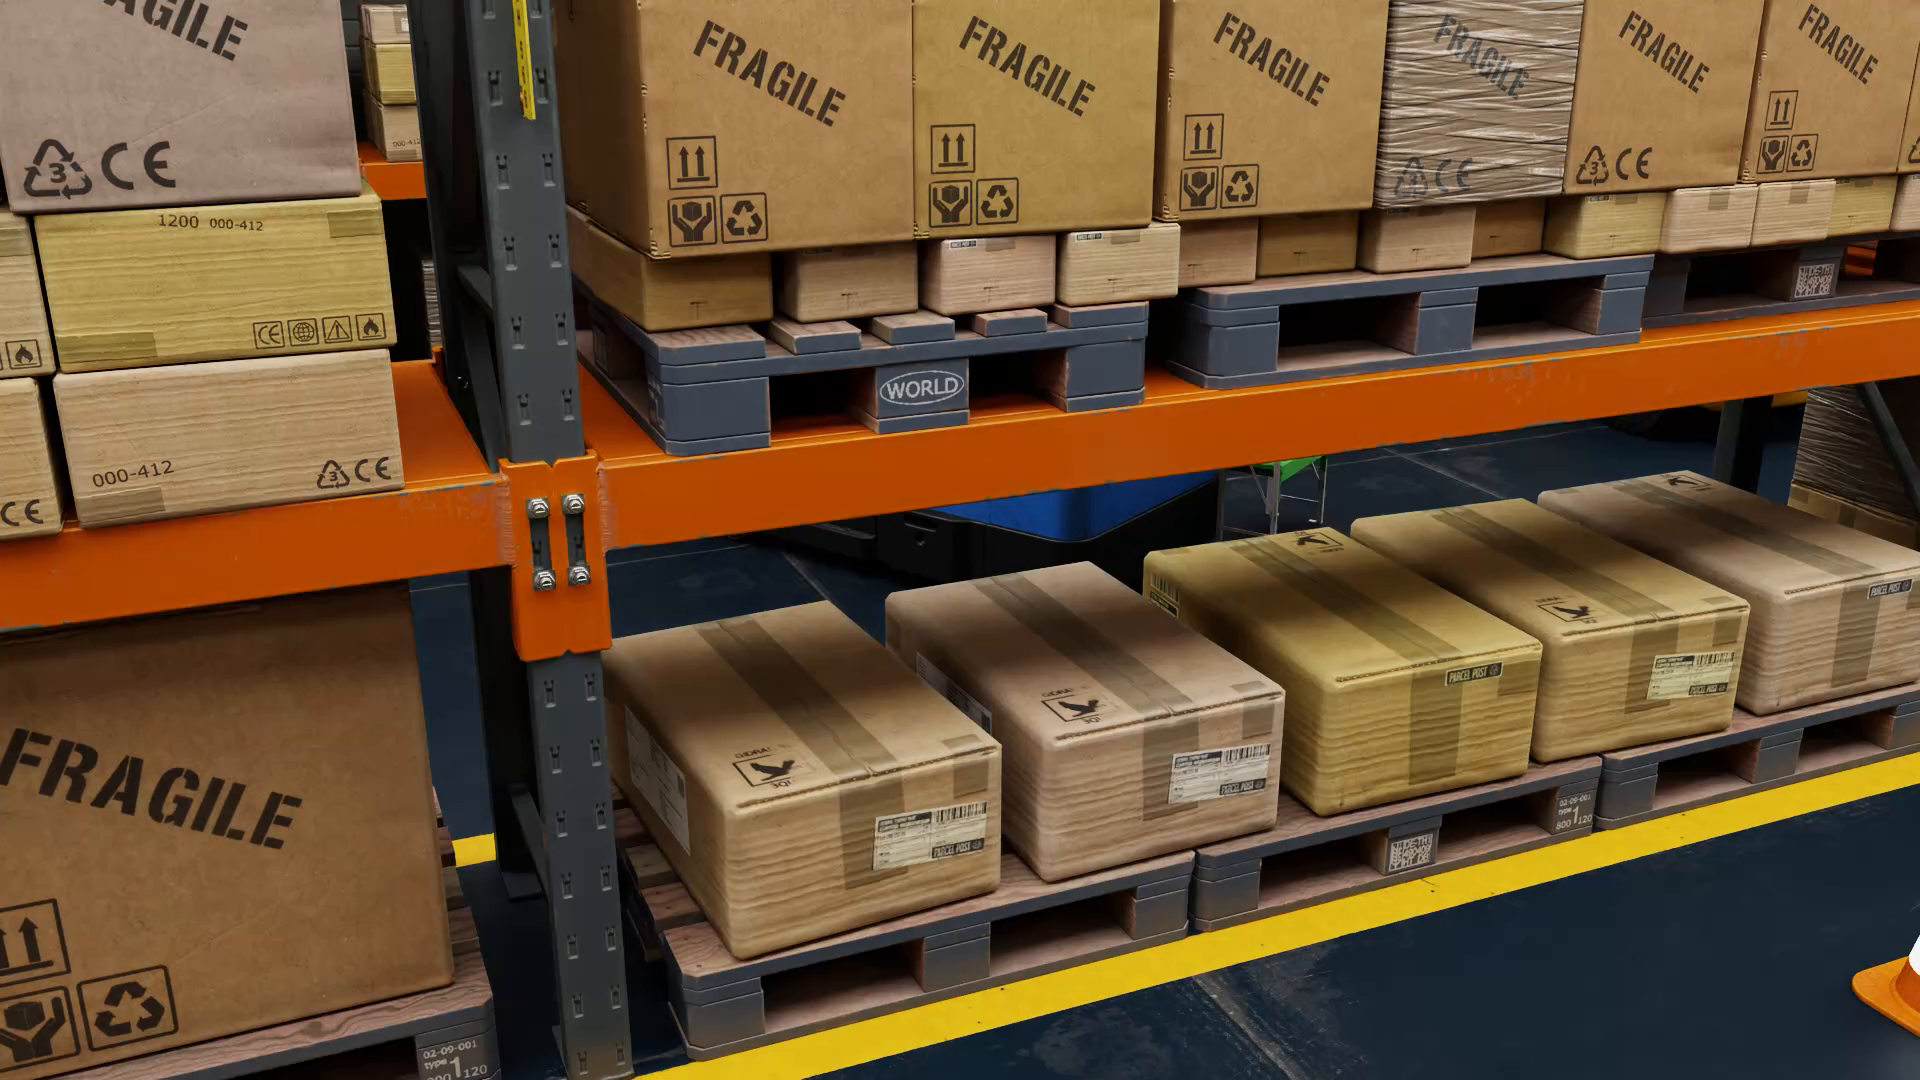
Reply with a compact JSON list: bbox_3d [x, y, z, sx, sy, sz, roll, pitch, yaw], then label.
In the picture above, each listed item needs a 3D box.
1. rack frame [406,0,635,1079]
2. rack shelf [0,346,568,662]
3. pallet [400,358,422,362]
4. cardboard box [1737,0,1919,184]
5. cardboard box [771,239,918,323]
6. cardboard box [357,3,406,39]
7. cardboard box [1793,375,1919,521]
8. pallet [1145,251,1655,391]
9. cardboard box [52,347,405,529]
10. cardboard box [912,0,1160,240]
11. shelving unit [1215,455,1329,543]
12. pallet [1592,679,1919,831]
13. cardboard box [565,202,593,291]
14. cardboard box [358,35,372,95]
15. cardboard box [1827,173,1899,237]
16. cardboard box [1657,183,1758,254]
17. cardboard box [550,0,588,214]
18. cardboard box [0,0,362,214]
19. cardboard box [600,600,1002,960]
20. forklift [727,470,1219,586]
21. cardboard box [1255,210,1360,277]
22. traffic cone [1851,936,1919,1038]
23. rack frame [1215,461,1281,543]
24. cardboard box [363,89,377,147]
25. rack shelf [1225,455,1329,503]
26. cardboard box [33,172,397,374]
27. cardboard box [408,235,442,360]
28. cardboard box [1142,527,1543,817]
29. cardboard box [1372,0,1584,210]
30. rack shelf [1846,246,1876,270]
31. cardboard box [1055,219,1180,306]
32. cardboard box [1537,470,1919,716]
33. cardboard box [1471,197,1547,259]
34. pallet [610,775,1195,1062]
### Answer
[{"bbox_3d":[-0.920,-0.459,3.308,0.127,3.000,1.000,-8,21,-22],"label":"rack frame"},{"bbox_3d":[-2.757,0.144,2.680,4.000,0.370,1.077,-8,21,-22],"label":"rack shelf"},{"bbox_3d":[-2.119,-0.753,8.342,1.213,0.211,1.003,-8,21,-22],"label":"pallet"},{"bbox_3d":[1.964,-1.174,4.109,0.500,0.500,0.500,-8,21,-22],"label":"cardboard box"},{"bbox_3d":[-0.276,-0.551,3.317,0.250,0.149,0.380,-10,22,-25],"label":"cardboard box"},{"bbox_3d":[-2.671,-2.429,7.778,0.250,0.149,0.380,-7,21,-20],"label":"cardboard box"},{"bbox_3d":[3.189,-0.399,5.518,0.500,0.500,0.500,-8,21,-23],"label":"cardboard box"},{"bbox_3d":[0.881,-0.641,4.115,1.213,0.211,1.003,-8,21,-22],"label":"pallet"},{"bbox_3d":[-1.282,-0.242,2.919,0.500,0.250,0.500,-9,21,-24],"label":"cardboard box"},{"bbox_3d":[0.060,-0.903,3.341,0.500,0.500,0.500,-7,21,-19],"label":"cardboard box"},{"bbox_3d":[1.226,-0.585,6.377,0.258,1.200,0.503,12,23,31],"label":"shelving unit"},{"bbox_3d":[2.038,0.433,4.973,1.213,0.211,1.003,-8,21,-22],"label":"pallet"},{"bbox_3d":[-0.713,-0.653,3.606,0.250,0.149,0.380,-7,21,-20],"label":"cardboard box"},{"bbox_3d":[-2.588,-2.281,7.956,0.500,0.250,0.500,-8,21,-21],"label":"cardboard box"},{"bbox_3d":[2.140,-0.883,4.260,0.250,0.149,0.380,-9,21,-24],"label":"cardboard box"},{"bbox_3d":[1.685,-0.804,4.034,0.250,0.149,0.380,-8,21,-21],"label":"cardboard box"},{"bbox_3d":[-0.613,-0.989,3.583,0.500,0.500,0.500,-9,21,-23],"label":"cardboard box"},{"bbox_3d":[-1.292,-0.830,2.705,0.500,0.500,0.500,-9,21,-23],"label":"cardboard box"},{"bbox_3d":[-0.398,0.512,3.877,0.625,0.372,0.950,-10,22,-26],"label":"cardboard box"},{"bbox_3d":[-0.504,-1.508,6.393,3.031,2.935,1.130,14,24,35],"label":"forklift"},{"bbox_3d":[0.689,-0.708,3.761,0.250,0.149,0.380,-7,21,-20],"label":"cardboard box"},{"bbox_3d":[2.168,0.802,3.548,0.334,0.463,0.336,-8,21,-22],"label":"traffic cone"},{"bbox_3d":[1.093,-0.517,6.184,0.240,1.200,0.015,12,23,31],"label":"rack frame"},{"bbox_3d":[-2.579,-2.038,8.020,0.500,0.250,0.500,-9,21,-23],"label":"cardboard box"},{"bbox_3d":[1.226,-0.298,6.478,0.258,0.148,0.480,12,23,31],"label":"rack shelf"},{"bbox_3d":[-1.265,-0.482,2.849,0.500,0.250,0.500,-8,21,-22],"label":"cardboard box"},{"bbox_3d":[-2.312,-1.128,8.151,0.625,0.625,0.875,-7,21,-20],"label":"cardboard box"},{"bbox_3d":[0.975,0.314,4.438,0.625,0.372,0.950,-7,21,-20],"label":"cardboard box"},{"bbox_3d":[1.007,-1.039,3.725,0.500,0.500,0.500,-9,21,-24],"label":"cardboard box"},{"bbox_3d":[4.589,-0.909,5.669,4.000,0.370,1.077,-8,21,-22],"label":"rack shelf"},{"bbox_3d":[0.255,-0.603,3.464,0.250,0.149,0.380,-8,21,-22],"label":"cardboard box"},{"bbox_3d":[2.272,0.126,4.971,0.625,0.372,0.950,-8,21,-21],"label":"cardboard box"},{"bbox_3d":[1.164,-0.779,3.965,0.250,0.149,0.380,-9,21,-24],"label":"cardboard box"},{"bbox_3d":[-0.202,0.754,4.062,1.213,0.211,1.003,-8,21,-22],"label":"pallet"}]
